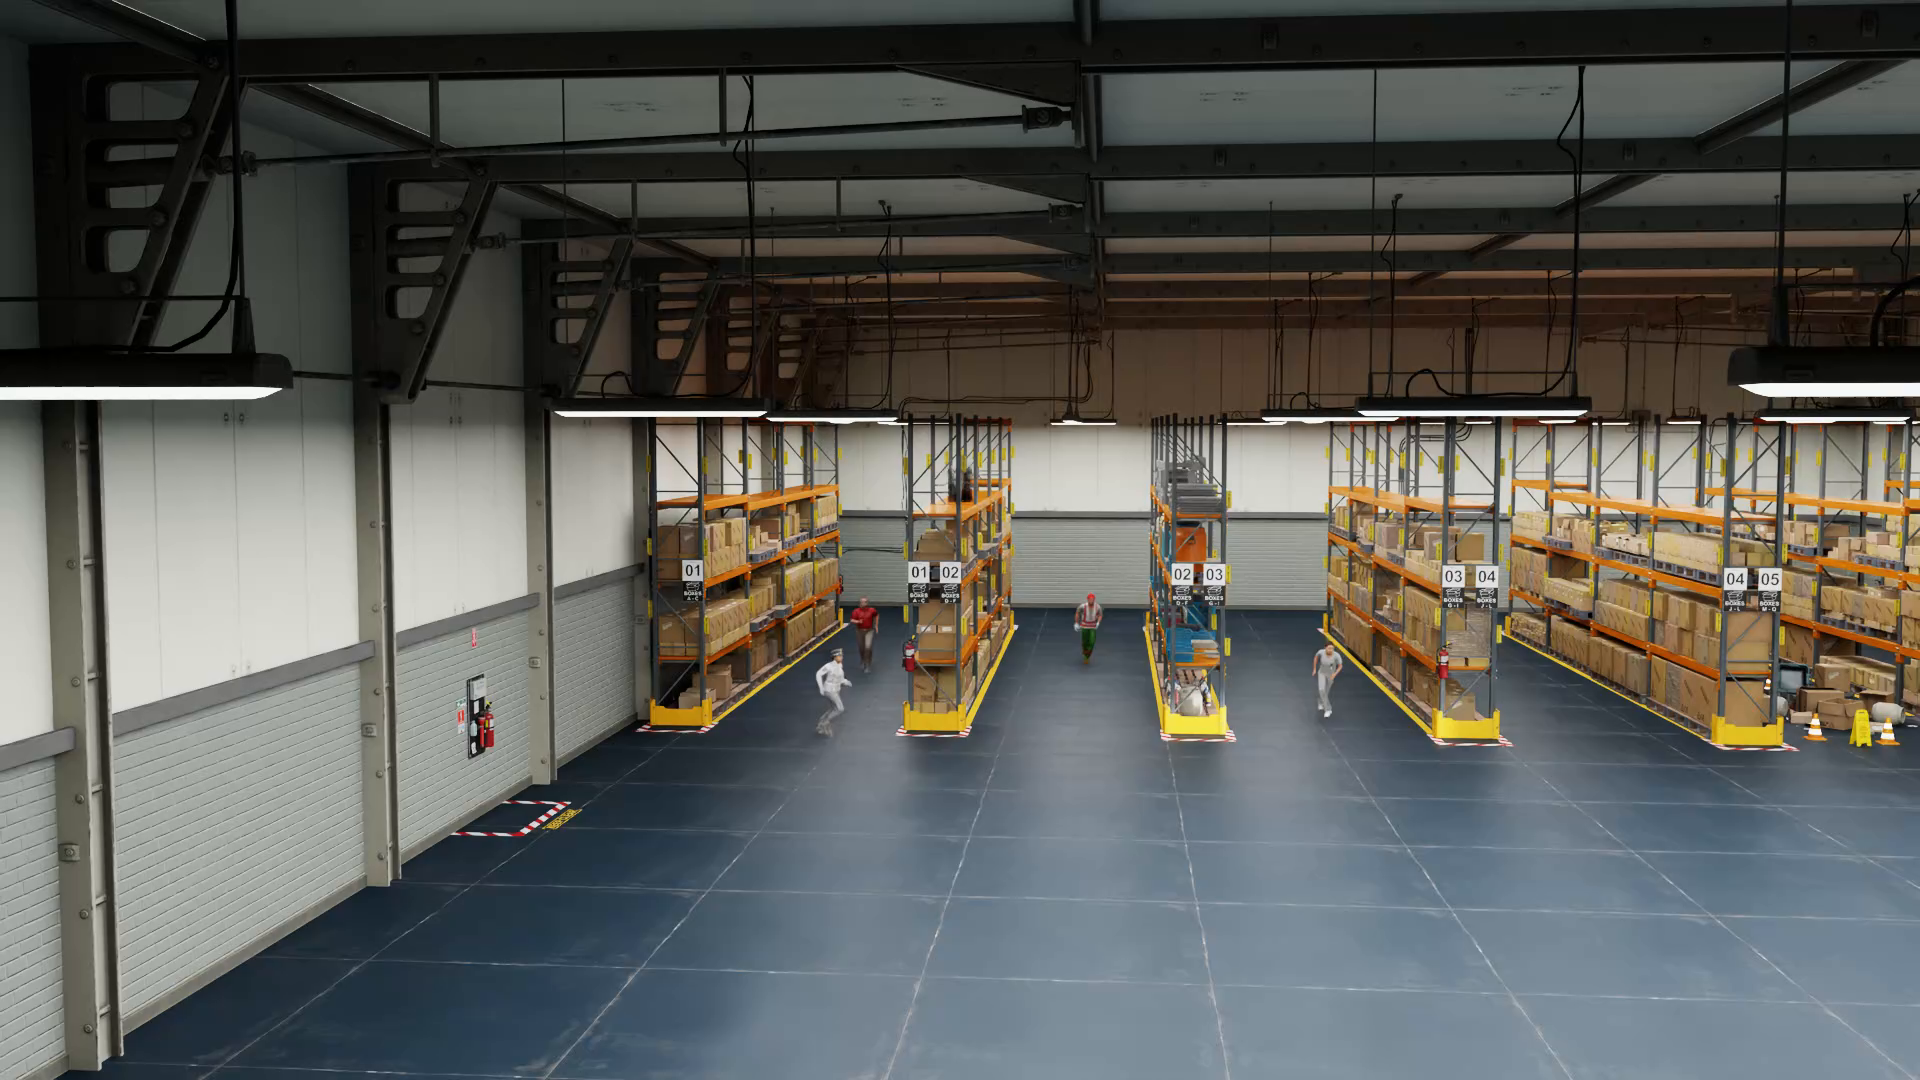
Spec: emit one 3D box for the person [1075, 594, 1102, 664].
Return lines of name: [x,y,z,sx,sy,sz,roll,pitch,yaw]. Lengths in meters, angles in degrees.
person: [3.134,2.142,40.547,0.648,1.716,0.700,-1,4,-11]

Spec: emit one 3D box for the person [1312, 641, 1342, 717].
person: [7.325,2.709,33.202,0.570,1.511,1.042,1,4,8]

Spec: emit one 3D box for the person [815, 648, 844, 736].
person: [-2.420,2.824,30.938,0.588,1.659,0.281,2,4,25]

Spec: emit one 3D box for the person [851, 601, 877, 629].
person: [-2.257,1.760,39.027,0.603,0.683,0.460,0,4,4]
